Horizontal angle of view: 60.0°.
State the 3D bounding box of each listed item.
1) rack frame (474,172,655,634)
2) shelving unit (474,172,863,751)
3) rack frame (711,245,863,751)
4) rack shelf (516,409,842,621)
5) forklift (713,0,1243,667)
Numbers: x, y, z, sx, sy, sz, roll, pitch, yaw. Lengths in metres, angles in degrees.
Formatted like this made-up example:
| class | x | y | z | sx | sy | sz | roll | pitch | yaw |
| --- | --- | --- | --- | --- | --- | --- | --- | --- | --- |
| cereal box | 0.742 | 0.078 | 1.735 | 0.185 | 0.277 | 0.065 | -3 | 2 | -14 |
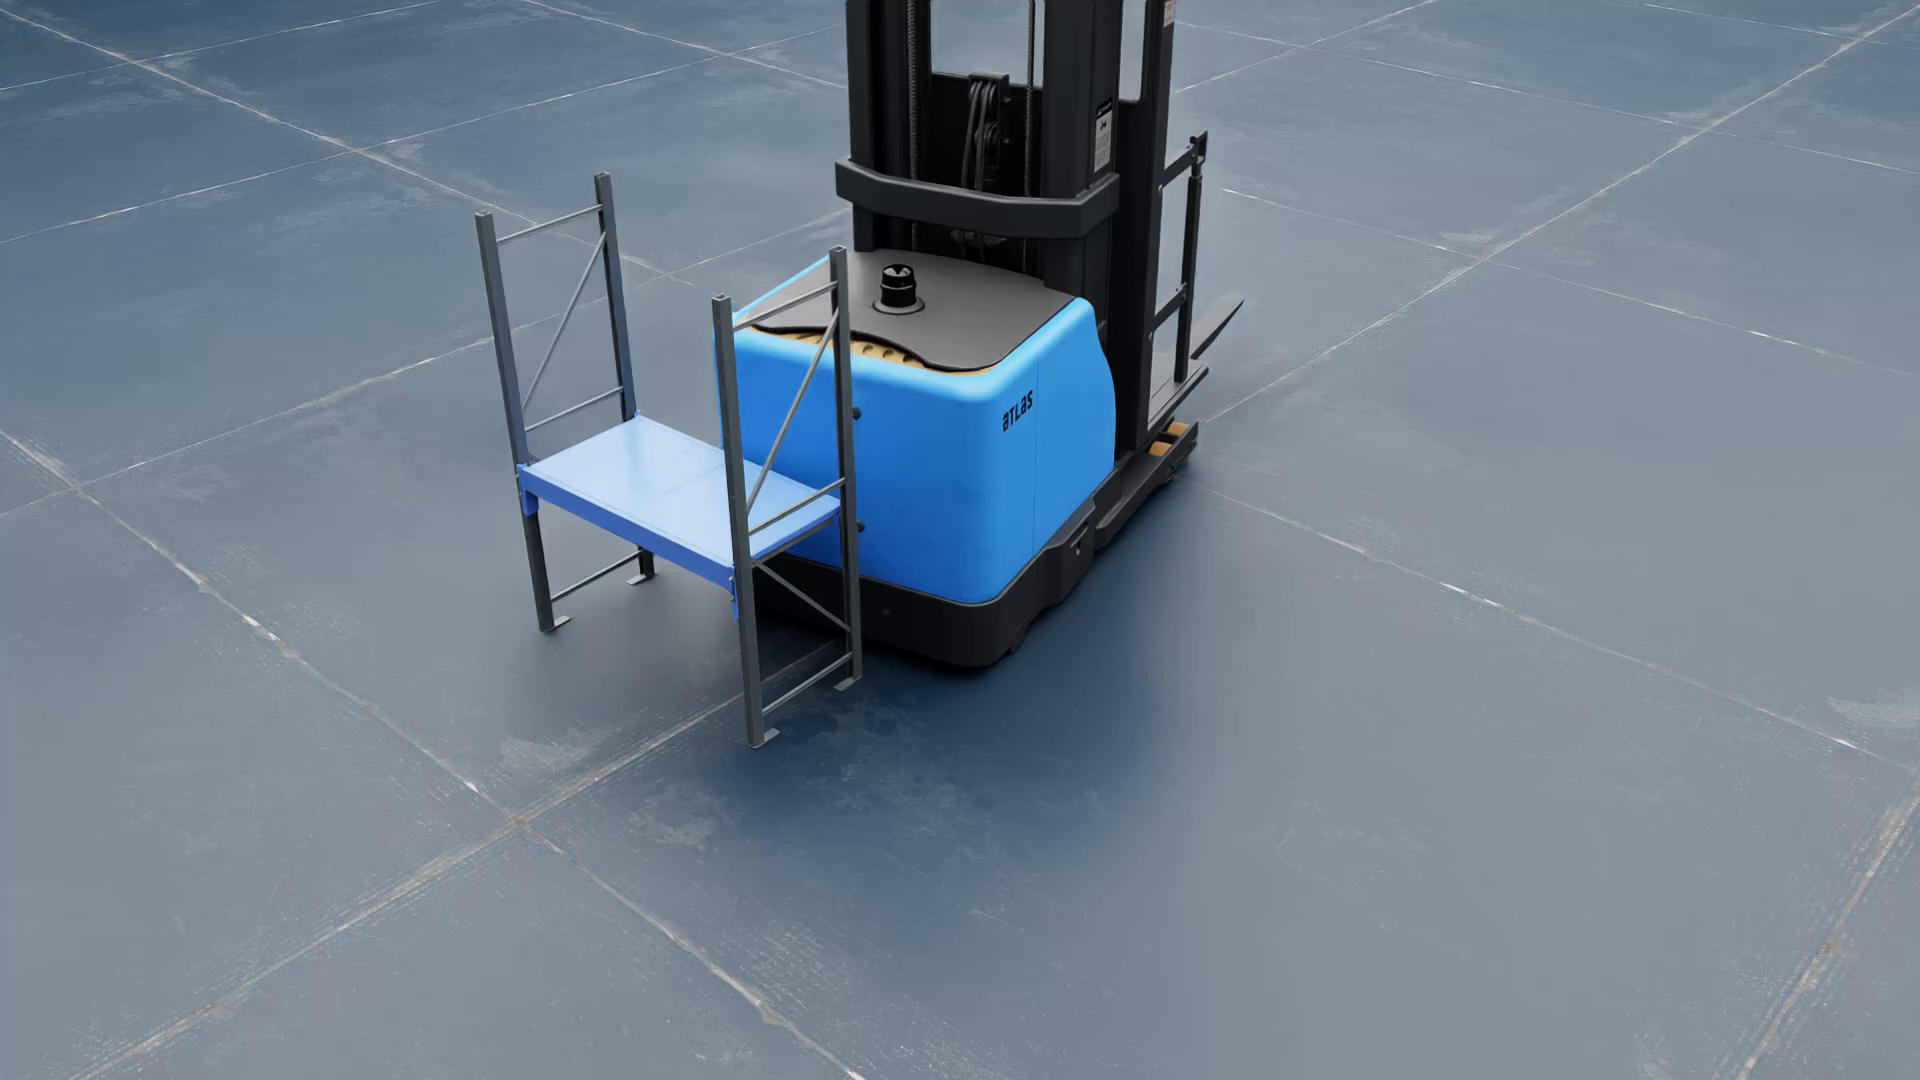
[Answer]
| class | x | y | z | sx | sy | sz | roll | pitch | yaw |
| --- | --- | --- | --- | --- | --- | --- | --- | --- | --- |
| rack frame | -1.279 | -0.424 | 5.500 | 0.032 | 1.500 | 0.500 | 23 | 38 | 33 |
| shelving unit | -0.884 | -0.259 | 5.225 | 1.048 | 1.500 | 0.538 | 23 | 38 | 33 |
| rack frame | -0.490 | -0.093 | 4.950 | 0.032 | 1.500 | 0.500 | 23 | 38 | 33 |
| rack shelf | -0.884 | -0.105 | 5.318 | 1.000 | 0.185 | 0.538 | 23 | 38 | 33 |
| forklift | 0.315 | -1.577 | 6.028 | 1.130 | 2.935 | 3.031 | 15 | 34 | 23 |
